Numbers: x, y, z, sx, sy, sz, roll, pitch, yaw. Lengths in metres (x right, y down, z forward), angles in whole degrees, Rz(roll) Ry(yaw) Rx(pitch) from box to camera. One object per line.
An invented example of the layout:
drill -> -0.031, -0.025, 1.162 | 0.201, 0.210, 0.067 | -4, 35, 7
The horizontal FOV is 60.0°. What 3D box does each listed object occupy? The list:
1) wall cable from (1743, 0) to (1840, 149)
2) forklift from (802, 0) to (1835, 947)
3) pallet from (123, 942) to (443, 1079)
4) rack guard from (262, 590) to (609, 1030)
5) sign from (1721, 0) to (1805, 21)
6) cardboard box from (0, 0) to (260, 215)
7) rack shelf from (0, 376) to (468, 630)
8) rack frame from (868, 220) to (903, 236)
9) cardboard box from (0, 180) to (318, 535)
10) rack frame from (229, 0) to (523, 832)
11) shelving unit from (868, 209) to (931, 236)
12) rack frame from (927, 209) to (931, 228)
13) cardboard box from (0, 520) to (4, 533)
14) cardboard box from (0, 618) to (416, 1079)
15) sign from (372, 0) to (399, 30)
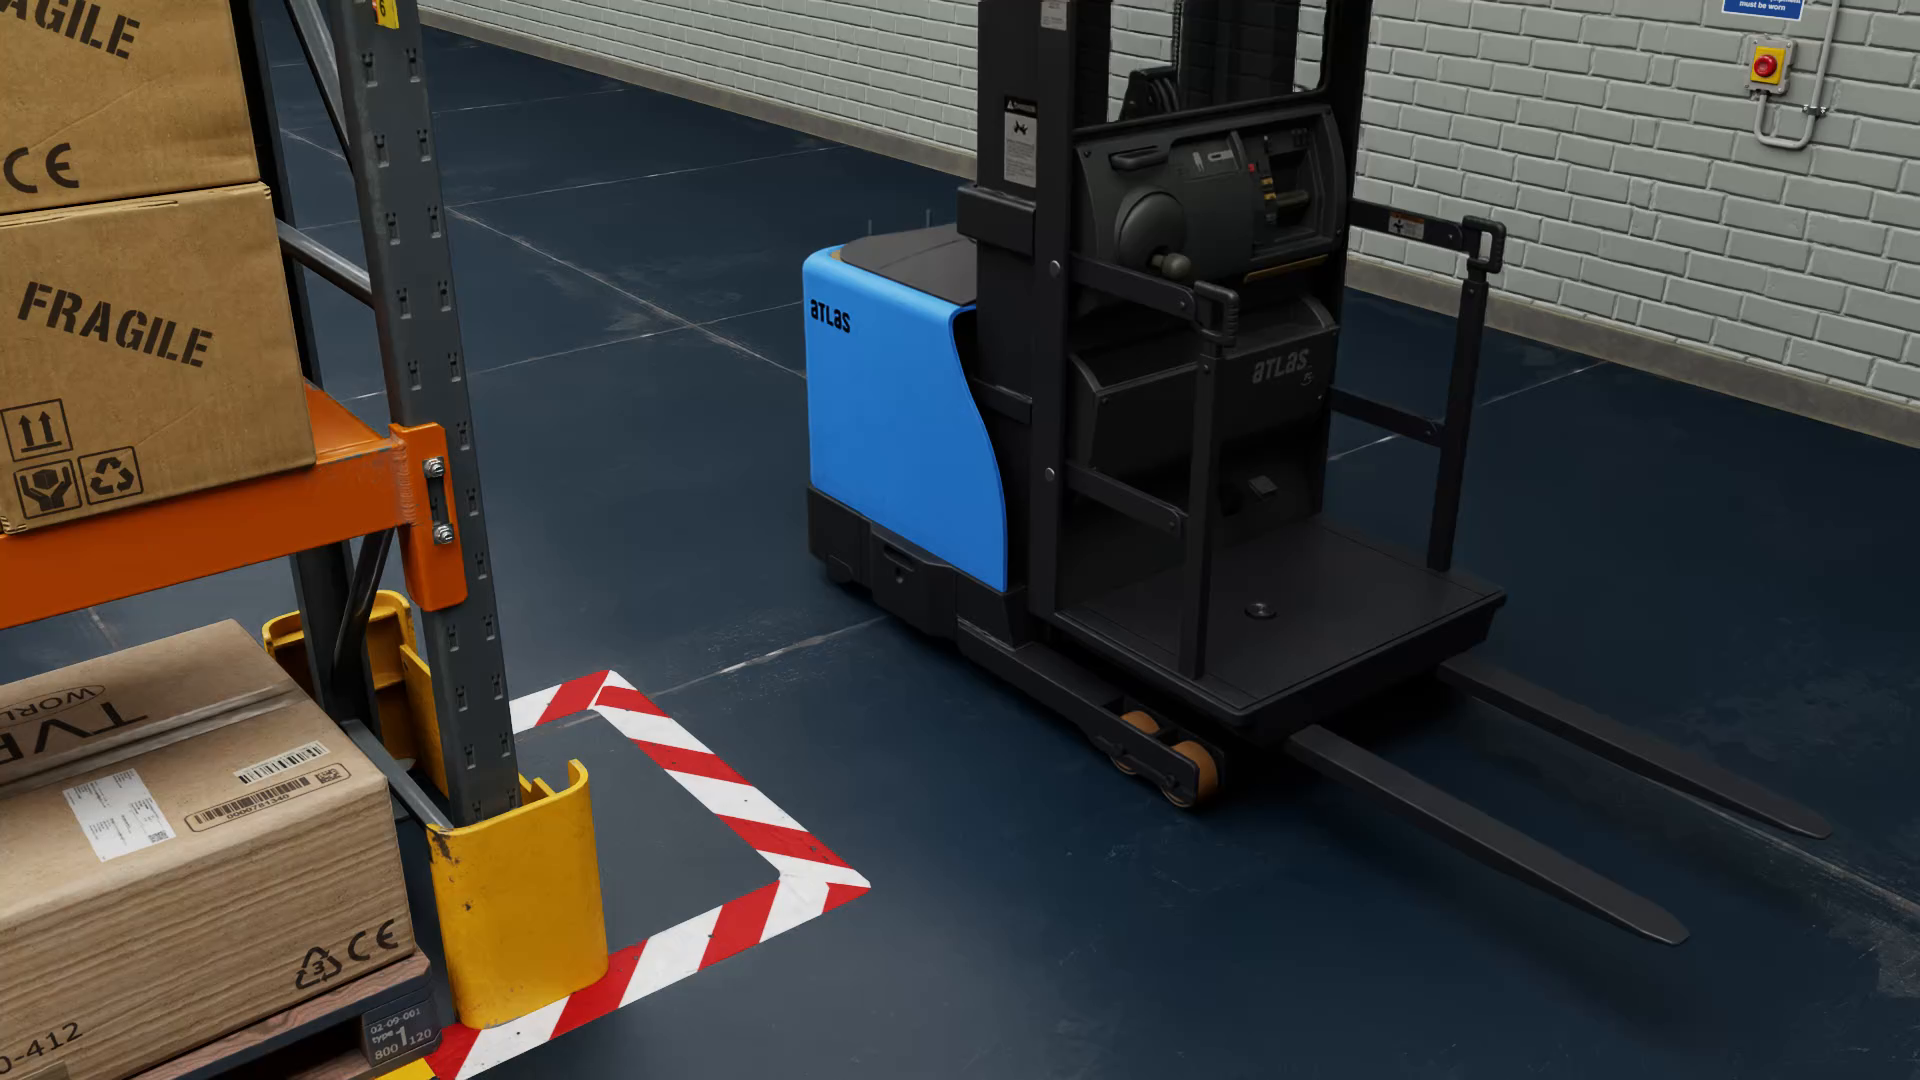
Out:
wall cable -> 3.153, -2.493, 6.314 | 0.123, 1.953, 0.585 | -18, 31, -34
forklift -> 0.803, -0.880, 4.165 | 1.130, 2.935, 3.031 | -18, 31, -34
pallet -> -1.850, 0.953, 3.445 | 1.213, 0.211, 1.003 | -18, 31, -34
rack guard -> -1.250, 0.582, 3.901 | 0.348, 0.500, 1.175 | -18, 31, -34
sign -> 3.172, -2.172, 6.546 | 0.001, 0.218, 0.327 | -18, 31, -34
cardboard box -> -1.502, -0.840, 2.690 | 0.500, 0.500, 0.500 | -17, 30, -32
rack shelf -> -2.843, 0.301, 2.394 | 4.000, 0.370, 1.077 | -18, 31, -34
rack frame -> -0.242, -0.559, 5.707 | 0.008, 1.050, 0.200 | -18, 31, -34
cardboard box -> -1.486, -0.378, 2.882 | 0.500, 0.500, 0.500 | -18, 30, -34
rack frame -> -1.269, -0.545, 3.362 | 0.127, 3.000, 1.000 | -18, 31, -34
shelving unit -> -0.146, -0.591, 5.775 | 0.252, 1.050, 0.215 | -18, 31, -34
rack frame -> -0.050, -0.622, 5.844 | 0.008, 1.050, 0.200 | -18, 31, -34
cardboard box -> -1.890, -0.252, 2.612 | 0.500, 0.500, 0.500 | -19, 31, -35
cardboard box -> -1.727, 0.631, 3.372 | 0.875, 0.438, 0.875 | -19, 31, -36
sign -> -0.945, -0.995, 2.673 | 0.005, 0.325, 0.100 | -18, 31, -34
